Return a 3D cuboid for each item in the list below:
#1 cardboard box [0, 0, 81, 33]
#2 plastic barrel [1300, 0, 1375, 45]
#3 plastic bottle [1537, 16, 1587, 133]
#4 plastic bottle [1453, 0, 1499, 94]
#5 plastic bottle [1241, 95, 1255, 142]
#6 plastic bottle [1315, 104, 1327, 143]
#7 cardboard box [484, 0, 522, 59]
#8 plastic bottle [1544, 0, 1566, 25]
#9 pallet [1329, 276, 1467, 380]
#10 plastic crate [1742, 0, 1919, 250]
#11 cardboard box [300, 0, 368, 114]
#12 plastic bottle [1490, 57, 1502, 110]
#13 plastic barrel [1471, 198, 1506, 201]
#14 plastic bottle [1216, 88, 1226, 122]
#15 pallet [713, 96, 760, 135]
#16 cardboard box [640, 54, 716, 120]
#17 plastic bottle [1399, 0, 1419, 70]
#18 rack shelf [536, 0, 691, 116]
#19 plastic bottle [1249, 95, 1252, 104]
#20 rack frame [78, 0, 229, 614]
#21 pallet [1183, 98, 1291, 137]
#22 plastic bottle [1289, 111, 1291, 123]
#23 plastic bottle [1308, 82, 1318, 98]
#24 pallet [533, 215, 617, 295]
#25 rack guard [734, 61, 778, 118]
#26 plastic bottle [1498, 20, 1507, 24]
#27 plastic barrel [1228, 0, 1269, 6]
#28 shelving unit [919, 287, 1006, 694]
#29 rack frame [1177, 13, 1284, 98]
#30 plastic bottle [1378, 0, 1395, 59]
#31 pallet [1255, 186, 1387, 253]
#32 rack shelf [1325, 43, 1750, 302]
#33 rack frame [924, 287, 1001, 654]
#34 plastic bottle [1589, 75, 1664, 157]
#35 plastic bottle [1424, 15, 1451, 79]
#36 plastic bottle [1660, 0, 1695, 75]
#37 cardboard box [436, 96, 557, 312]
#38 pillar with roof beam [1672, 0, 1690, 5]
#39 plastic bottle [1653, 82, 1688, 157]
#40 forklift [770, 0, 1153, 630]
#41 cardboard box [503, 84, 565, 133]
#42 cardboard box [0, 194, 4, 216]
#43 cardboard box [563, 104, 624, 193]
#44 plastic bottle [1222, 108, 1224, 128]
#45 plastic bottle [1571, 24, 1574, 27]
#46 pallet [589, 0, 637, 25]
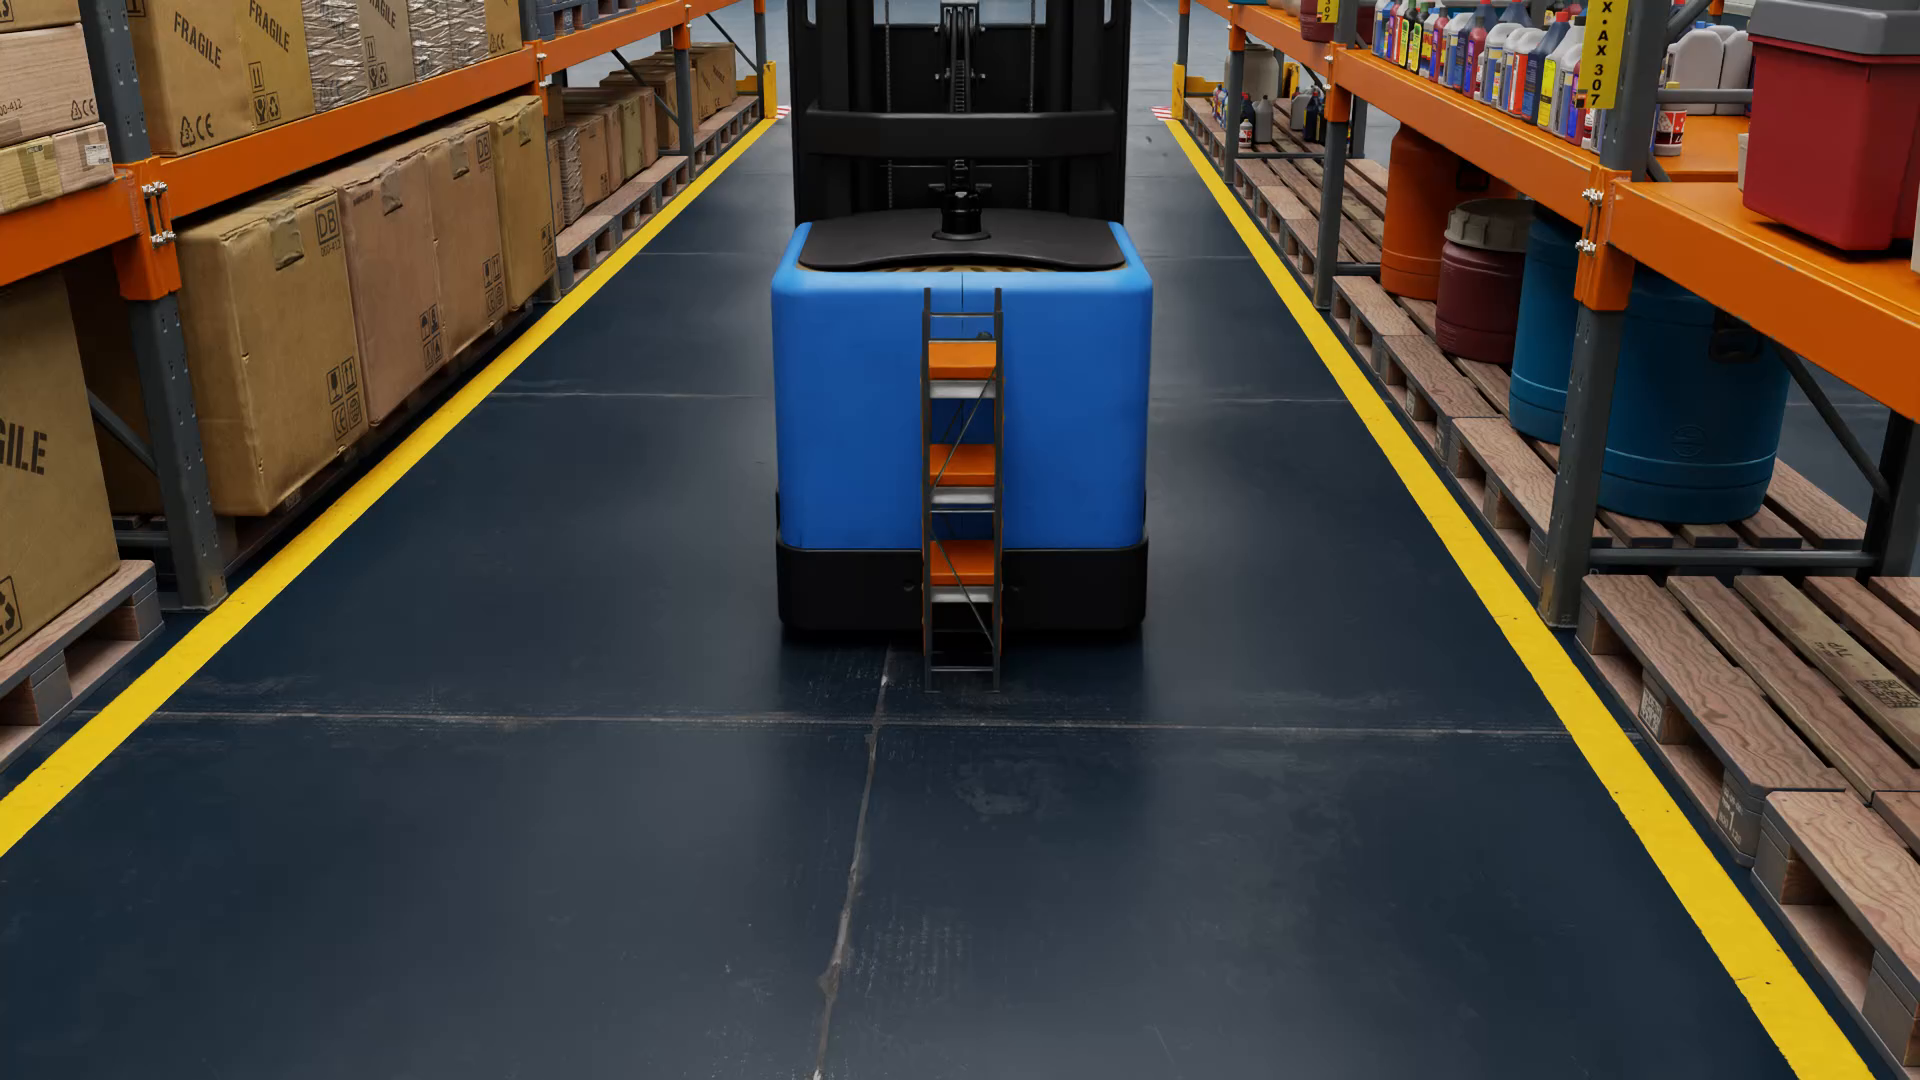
[{"bbox_3d":[-2.479,-1.455,3.891,0.500,0.500,0.500,1,21,3],"label":"cardboard box"},{"bbox_3d":[2.051,-2.832,8.492,0.600,0.536,0.708,1,21,2],"label":"plastic barrel"},{"bbox_3d":[1.919,-1.464,5.223,0.144,0.351,0.185,1,21,2],"label":"plastic bottle"},{"bbox_3d":[1.953,-1.862,6.250,0.144,0.351,0.185,1,21,2],"label":"plastic bottle"},{"bbox_3d":[2.193,-3.250,12.811,0.144,0.351,0.185,0,21,0],"label":"plastic bottle"},{"bbox_3d":[2.785,-3.211,12.804,0.061,0.283,0.133,1,21,2],"label":"plastic bottle"},{"bbox_3d":[-2.378,-2.517,7.731,0.500,0.500,0.500,1,21,3],"label":"cardboard box"},{"bbox_3d":[2.754,-2.392,7.708,0.061,0.283,0.133,1,21,2],"label":"plastic bottle"},{"bbox_3d":[2.358,-1.012,7.845,1.003,0.211,1.213,1,21,2],"label":"pallet"},{"bbox_3d":[1.940,-0.889,3.501,0.402,0.464,0.583,1,21,2],"label":"plastic crate"},{"bbox_3d":[-2.438,-1.778,5.827,0.500,0.500,0.500,0,21,0],"label":"cardboard box"},{"bbox_3d":[1.914,-1.610,5.806,0.097,0.201,0.097,0,21,0],"label":"plastic bottle"},{"bbox_3d":[2.414,-1.251,7.465,0.421,0.512,0.421,0,21,0],"label":"plastic barrel"},{"bbox_3d":[2.206,-3.647,13.945,0.097,0.271,0.097,0,21,0],"label":"plastic bottle"},{"bbox_3d":[-2.430,-3.923,15.349,1.003,0.211,1.213,1,21,2],"label":"pallet"},{"bbox_3d":[-2.425,-3.906,14.325,0.500,0.500,0.500,3,21,7],"label":"cardboard box"},{"bbox_3d":[1.940,-2.175,7.148,0.061,0.283,0.133,1,21,2],"label":"plastic bottle"},{"bbox_3d":[-2.550,-3.039,10.210,1.077,0.370,4.000,1,21,2],"label":"rack shelf"},{"bbox_3d":[2.312,-3.413,13.324,0.061,0.283,0.133,1,21,2],"label":"plastic bottle"},{"bbox_3d":[-2.732,-1.205,4.489,1.000,3.000,0.127,1,21,2],"label":"rack frame"},{"bbox_3d":[2.598,-3.868,15.206,1.003,0.211,1.213,1,21,2],"label":"pallet"},{"bbox_3d":[2.801,-3.575,13.856,0.097,0.201,0.097,0,21,0],"label":"plastic bottle"},{"bbox_3d":[2.925,-3.590,13.689,0.144,0.351,0.185,2,21,4],"label":"plastic bottle"},{"bbox_3d":[-2.586,-1.634,9.449,1.003,0.211,1.213,1,21,2],"label":"pallet"},{"bbox_3d":[-2.370,-4.351,16.053,1.175,0.500,0.348,1,21,2],"label":"rack guard"},{"bbox_3d":[1.986,-1.774,6.132,0.097,0.271,0.097,0,21,0],"label":"plastic bottle"},{"bbox_3d":[2.147,-4.141,11.361,0.600,0.901,0.708,1,21,2],"label":"plastic barrel"},{"bbox_3d":[0.007,-0.120,4.381,0.215,1.050,0.252,0,22,0],"label":"shelving unit"},{"bbox_3d":[2.583,-5.490,15.531,1.000,3.000,0.127,1,21,2],"label":"rack frame"},{"bbox_3d":[1.973,-2.343,7.598,0.097,0.271,0.097,0,21,0],"label":"plastic bottle"},{"bbox_3d":[2.442,-2.017,10.435,1.003,0.211,1.213,1,21,2],"label":"pallet"},{"bbox_3d":[2.279,-1.539,6.342,1.077,0.370,4.000,1,21,2],"label":"rack shelf"},{"bbox_3d":[0.007,-0.166,4.494,0.200,1.050,0.008,0,22,0],"label":"rack frame"},{"bbox_3d":[1.907,-1.239,4.747,0.152,0.276,0.135,1,21,2],"label":"plastic bottle"},{"bbox_3d":[1.945,-2.009,6.737,0.097,0.271,0.097,0,21,0],"label":"plastic bottle"},{"bbox_3d":[2.663,-1.838,6.187,0.144,0.351,0.185,1,21,2],"label":"plastic bottle"},{"bbox_3d":[-2.653,-1.608,7.882,1.225,0.875,0.875,0,21,-1],"label":"cardboard box"},{"bbox_3d":[9.574,-14.471,30.383,9.100,9.000,0.400,1,21,2],"label":"pillar with roof beam"},{"bbox_3d":[2.032,-1.210,4.775,0.097,0.201,0.097,0,21,0],"label":"plastic bottle"},{"bbox_3d":[-0.005,-1.594,5.586,1.130,2.935,3.031,0,21,0],"label":"forklift"},{"bbox_3d":[-2.614,-2.476,9.573,0.500,0.250,0.500,3,21,8],"label":"cardboard box"},{"bbox_3d":[-2.430,-0.789,3.762,0.380,0.149,0.250,0,21,1],"label":"cardboard box"},{"bbox_3d":[-2.579,-2.541,10.780,0.700,0.500,0.500,-1,21,-3],"label":"cardboard box"},{"bbox_3d":[2.194,-3.468,13.580,0.097,0.201,0.097,0,21,0],"label":"plastic bottle"},{"bbox_3d":[2.722,-2.194,7.310,0.097,0.201,0.097,0,21,0],"label":"plastic bottle"},{"bbox_3d":[-2.591,-3.278,10.097,1.003,0.211,1.213,1,21,2],"label":"pallet"}]
